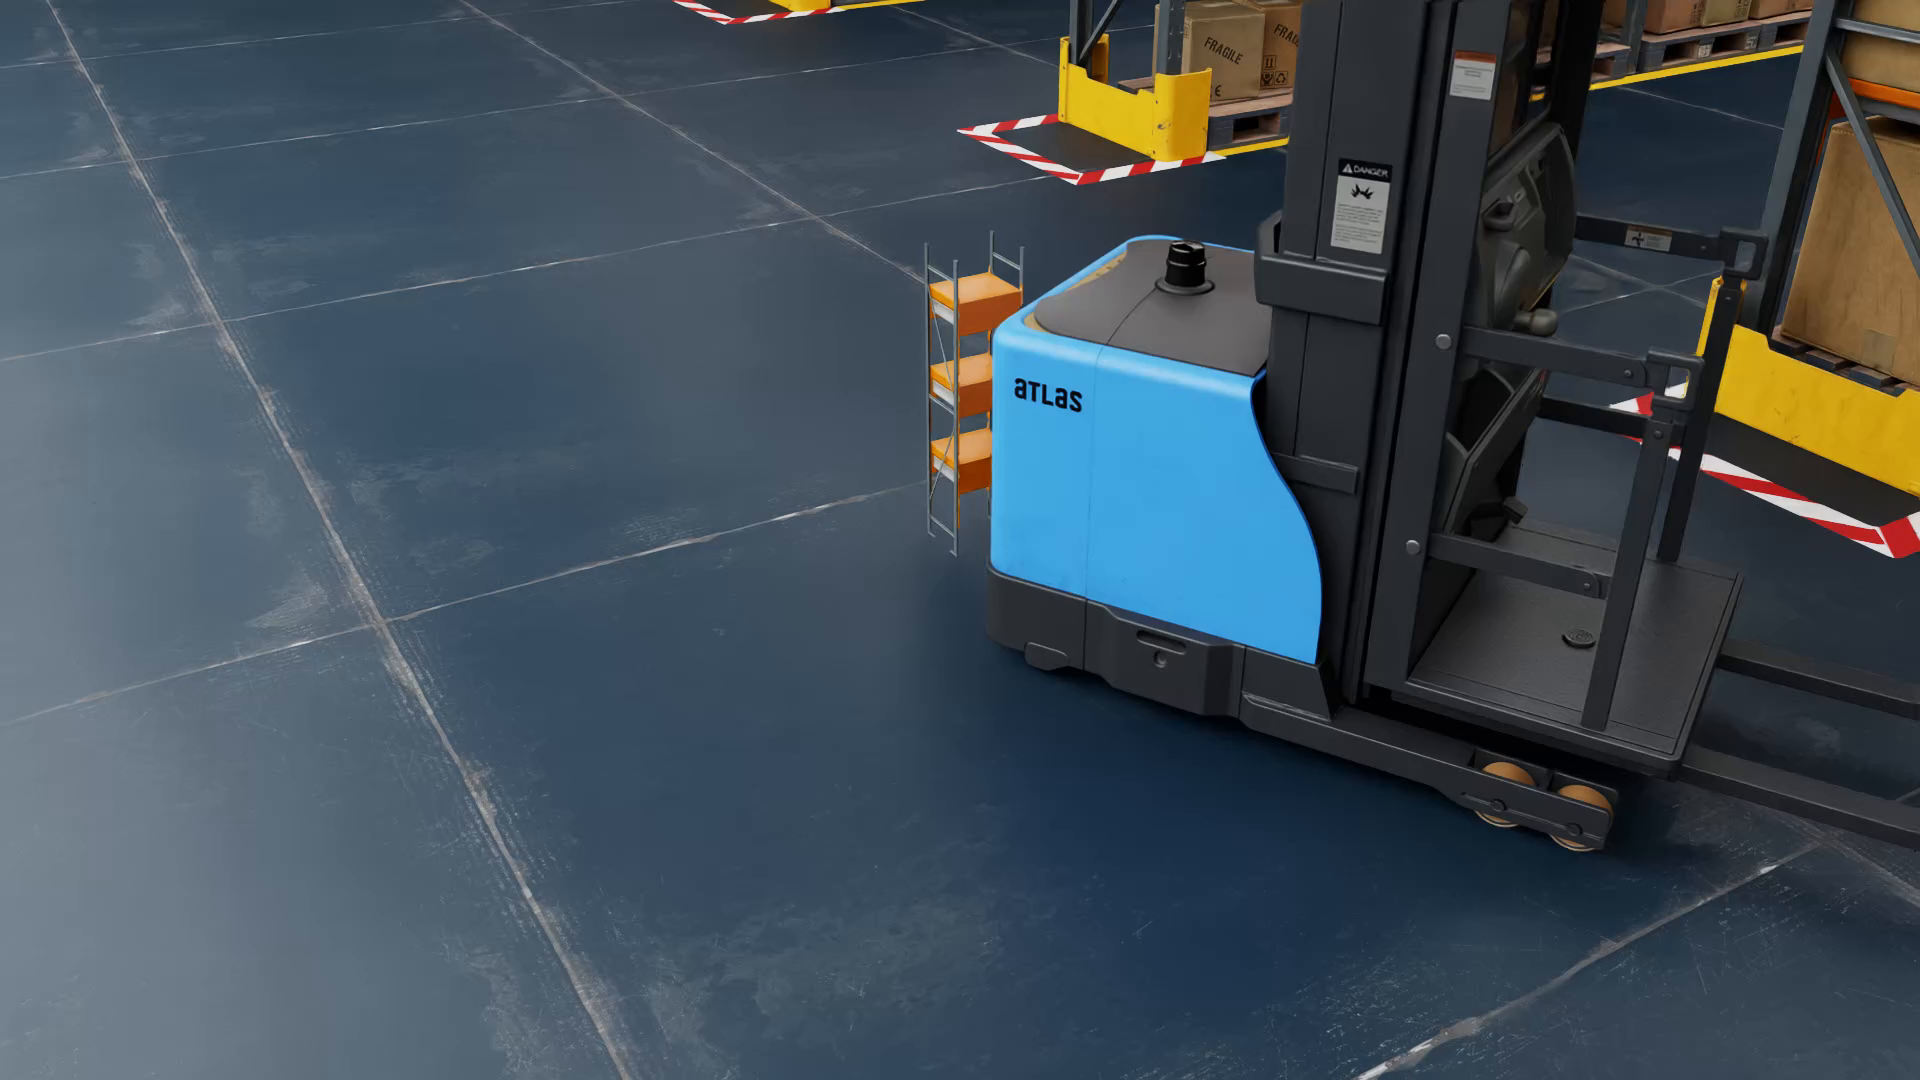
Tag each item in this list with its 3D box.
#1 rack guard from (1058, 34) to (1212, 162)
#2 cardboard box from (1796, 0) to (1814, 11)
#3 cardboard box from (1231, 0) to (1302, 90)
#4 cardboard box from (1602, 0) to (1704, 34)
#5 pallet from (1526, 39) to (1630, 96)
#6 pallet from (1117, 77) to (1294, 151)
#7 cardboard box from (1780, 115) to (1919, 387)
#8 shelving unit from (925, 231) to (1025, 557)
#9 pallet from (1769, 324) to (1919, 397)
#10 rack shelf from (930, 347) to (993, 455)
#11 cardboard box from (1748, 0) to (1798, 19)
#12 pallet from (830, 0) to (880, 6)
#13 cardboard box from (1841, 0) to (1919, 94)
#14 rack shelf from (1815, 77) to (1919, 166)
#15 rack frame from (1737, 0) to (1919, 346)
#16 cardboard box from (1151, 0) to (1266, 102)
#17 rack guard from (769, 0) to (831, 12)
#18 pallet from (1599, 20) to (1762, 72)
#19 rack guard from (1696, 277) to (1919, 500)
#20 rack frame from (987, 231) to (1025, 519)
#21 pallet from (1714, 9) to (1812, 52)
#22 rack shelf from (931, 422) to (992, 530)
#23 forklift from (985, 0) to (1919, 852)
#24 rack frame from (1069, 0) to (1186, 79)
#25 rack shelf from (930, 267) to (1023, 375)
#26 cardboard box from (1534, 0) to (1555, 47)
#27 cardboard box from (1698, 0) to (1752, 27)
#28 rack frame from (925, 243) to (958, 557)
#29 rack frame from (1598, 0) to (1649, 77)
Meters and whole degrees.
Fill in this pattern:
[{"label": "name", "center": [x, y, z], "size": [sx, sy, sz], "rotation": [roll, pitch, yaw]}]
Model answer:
[{"label": "rack guard", "center": [1.047, -2.715, 10.153], "size": [0.348, 0.500, 1.175], "rotation": [-16, 33, -26]}, {"label": "cardboard box", "center": [6.354, -4.393, 12.737], "size": [0.500, 0.500, 0.700], "rotation": [-13, 31, -22]}, {"label": "cardboard box", "center": [2.026, -3.187, 10.573], "size": [0.500, 0.500, 0.500], "rotation": [-8, 30, -13]}, {"label": "cardboard box", "center": [4.971, -4.010, 12.043], "size": [0.500, 0.500, 0.700], "rotation": [-19, 34, -30]}, {"label": "pallet", "center": [3.869, -3.370, 11.639], "size": [1.213, 0.211, 1.003], "rotation": [-16, 33, -26]}, {"label": "pallet", "center": [1.765, -2.773, 10.556], "size": [1.213, 0.211, 1.003], "rotation": [-16, 33, -26]}, {"label": "cardboard box", "center": [3.958, -1.147, 6.489], "size": [0.875, 0.875, 0.875], "rotation": [-16, 33, -26]}, {"label": "shelving unit", "center": [0.046, -0.473, 5.520], "size": [0.252, 1.050, 0.215], "rotation": [-16, 33, -26]}, {"label": "pallet", "center": [4.057, -0.708, 6.814], "size": [1.213, 0.211, 1.003], "rotation": [-16, 33, -26]}, {"label": "rack shelf", "center": [0.046, -0.463, 5.525], "size": [0.240, 0.259, 0.215], "rotation": [-16, 33, -26]}, {"label": "cardboard box", "center": [5.873, -4.256, 12.489], "size": [0.500, 0.500, 0.700], "rotation": [-19, 34, -30]}, {"label": "pallet", "center": [-0.783, -4.868, 14.353], "size": [1.213, 0.211, 1.003], "rotation": [-16, 33, -26]}, {"label": "cardboard box", "center": [3.704, -1.876, 5.889], "size": [0.550, 0.550, 0.875], "rotation": [-16, 33, -26]}, {"label": "rack shelf", "center": [5.132, -1.875, 6.787], "size": [4.000, 0.370, 1.077], "rotation": [-16, 33, -26]}, {"label": "rack frame", "center": [3.407, -1.700, 5.726], "size": [0.127, 3.000, 1.000], "rotation": [-16, 33, -26]}, {"label": "cardboard box", "center": [1.528, -3.027, 10.282], "size": [0.500, 0.500, 0.500], "rotation": [-10, 30, -17]}, {"label": "rack guard", "center": [-1.486, -4.798, 13.927], "size": [0.348, 0.500, 1.175], "rotation": [-16, 33, -26]}, {"label": "pallet", "center": [5.101, -3.741, 12.310], "size": [1.213, 0.211, 1.003], "rotation": [-16, 33, -26]}, {"label": "rack guard", "center": [3.387, -0.600, 6.320], "size": [0.348, 0.500, 1.175], "rotation": [-16, 33, -26]}, {"label": "rack frame", "center": [0.151, -0.503, 5.574], "size": [0.008, 1.050, 0.200], "rotation": [-16, 33, -26]}, {"label": "pallet", "center": [6.154, -4.041, 12.854], "size": [1.213, 0.211, 1.003], "rotation": [-16, 33, -26]}, {"label": "rack shelf", "center": [0.046, -0.220, 5.659], "size": [0.240, 0.259, 0.215], "rotation": [-16, 33, -26]}, {"label": "forklift", "center": [1.609, -0.774, 4.119], "size": [3.031, 2.935, 1.130], "rotation": [16, 33, 26]}, {"label": "rack frame", "center": [0.982, -3.791, 9.515], "size": [0.127, 3.000, 1.000], "rotation": [-16, 33, -26]}, {"label": "rack shelf", "center": [0.046, -0.712, 5.388], "size": [0.240, 0.259, 0.215], "rotation": [-16, 33, -26]}, {"label": "cardboard box", "center": [4.065, -3.779, 11.645], "size": [0.500, 0.500, 0.500], "rotation": [-17, 33, -28]}, {"label": "cardboard box", "center": [5.391, -4.119, 12.241], "size": [0.500, 0.500, 0.700], "rotation": [-16, 33, -27]}, {"label": "rack frame", "center": [-0.059, -0.443, 5.466], "size": [0.008, 1.050, 0.200], "rotation": [-16, 33, -26]}, {"label": "rack frame", "center": [4.430, -4.770, 11.289], "size": [0.127, 3.000, 1.000], "rotation": [-16, 33, -26]}]
